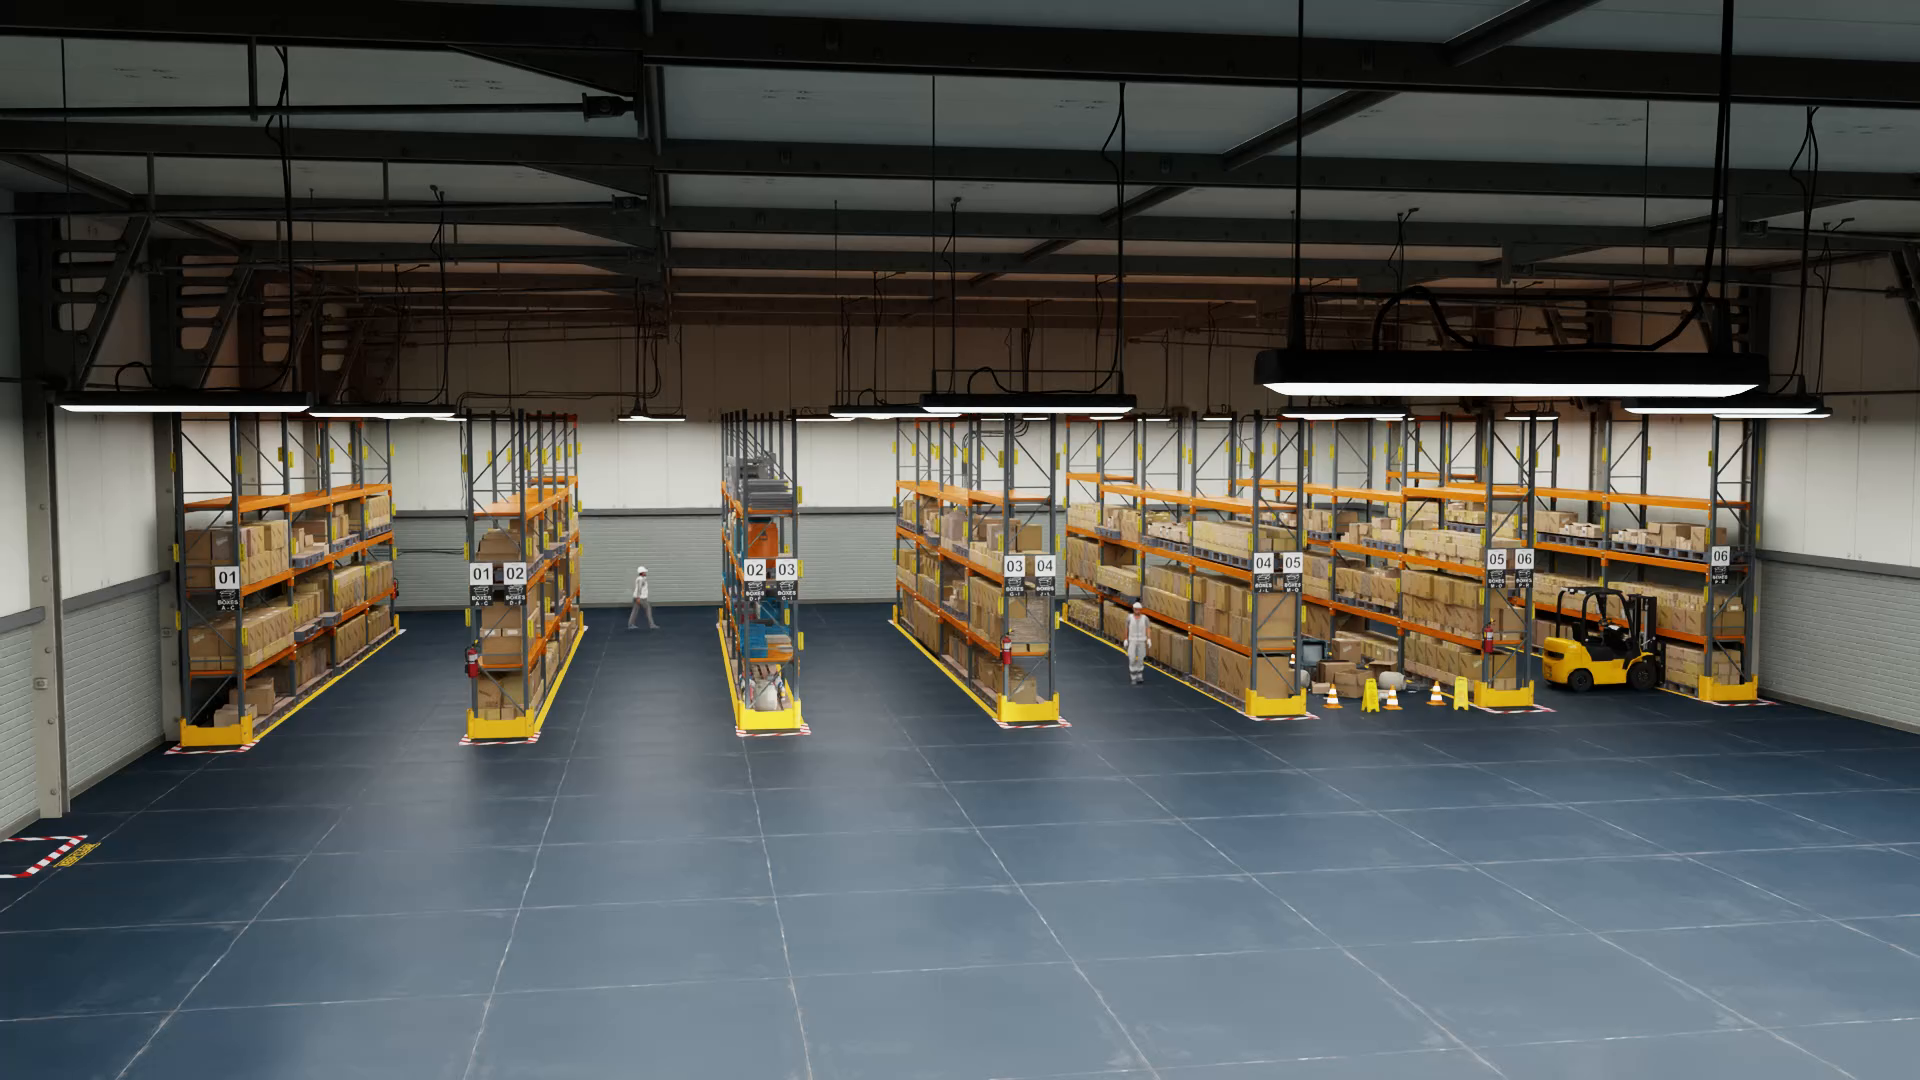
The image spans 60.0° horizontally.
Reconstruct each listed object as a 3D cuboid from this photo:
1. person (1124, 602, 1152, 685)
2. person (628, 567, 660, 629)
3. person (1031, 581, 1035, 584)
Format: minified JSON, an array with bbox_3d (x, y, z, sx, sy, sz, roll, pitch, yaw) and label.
[{"bbox_3d":[3.927,2.287,36.739,0.597,1.842,0.535,0,4,4],"label":"person"},{"bbox_3d":[-8.876,1.604,46.363,0.911,1.728,0.514,-3,5,-40],"label":"person"},{"bbox_3d":[2.282,1.372,51.144,0.631,1.508,1.114,1,4,9],"label":"person"}]
